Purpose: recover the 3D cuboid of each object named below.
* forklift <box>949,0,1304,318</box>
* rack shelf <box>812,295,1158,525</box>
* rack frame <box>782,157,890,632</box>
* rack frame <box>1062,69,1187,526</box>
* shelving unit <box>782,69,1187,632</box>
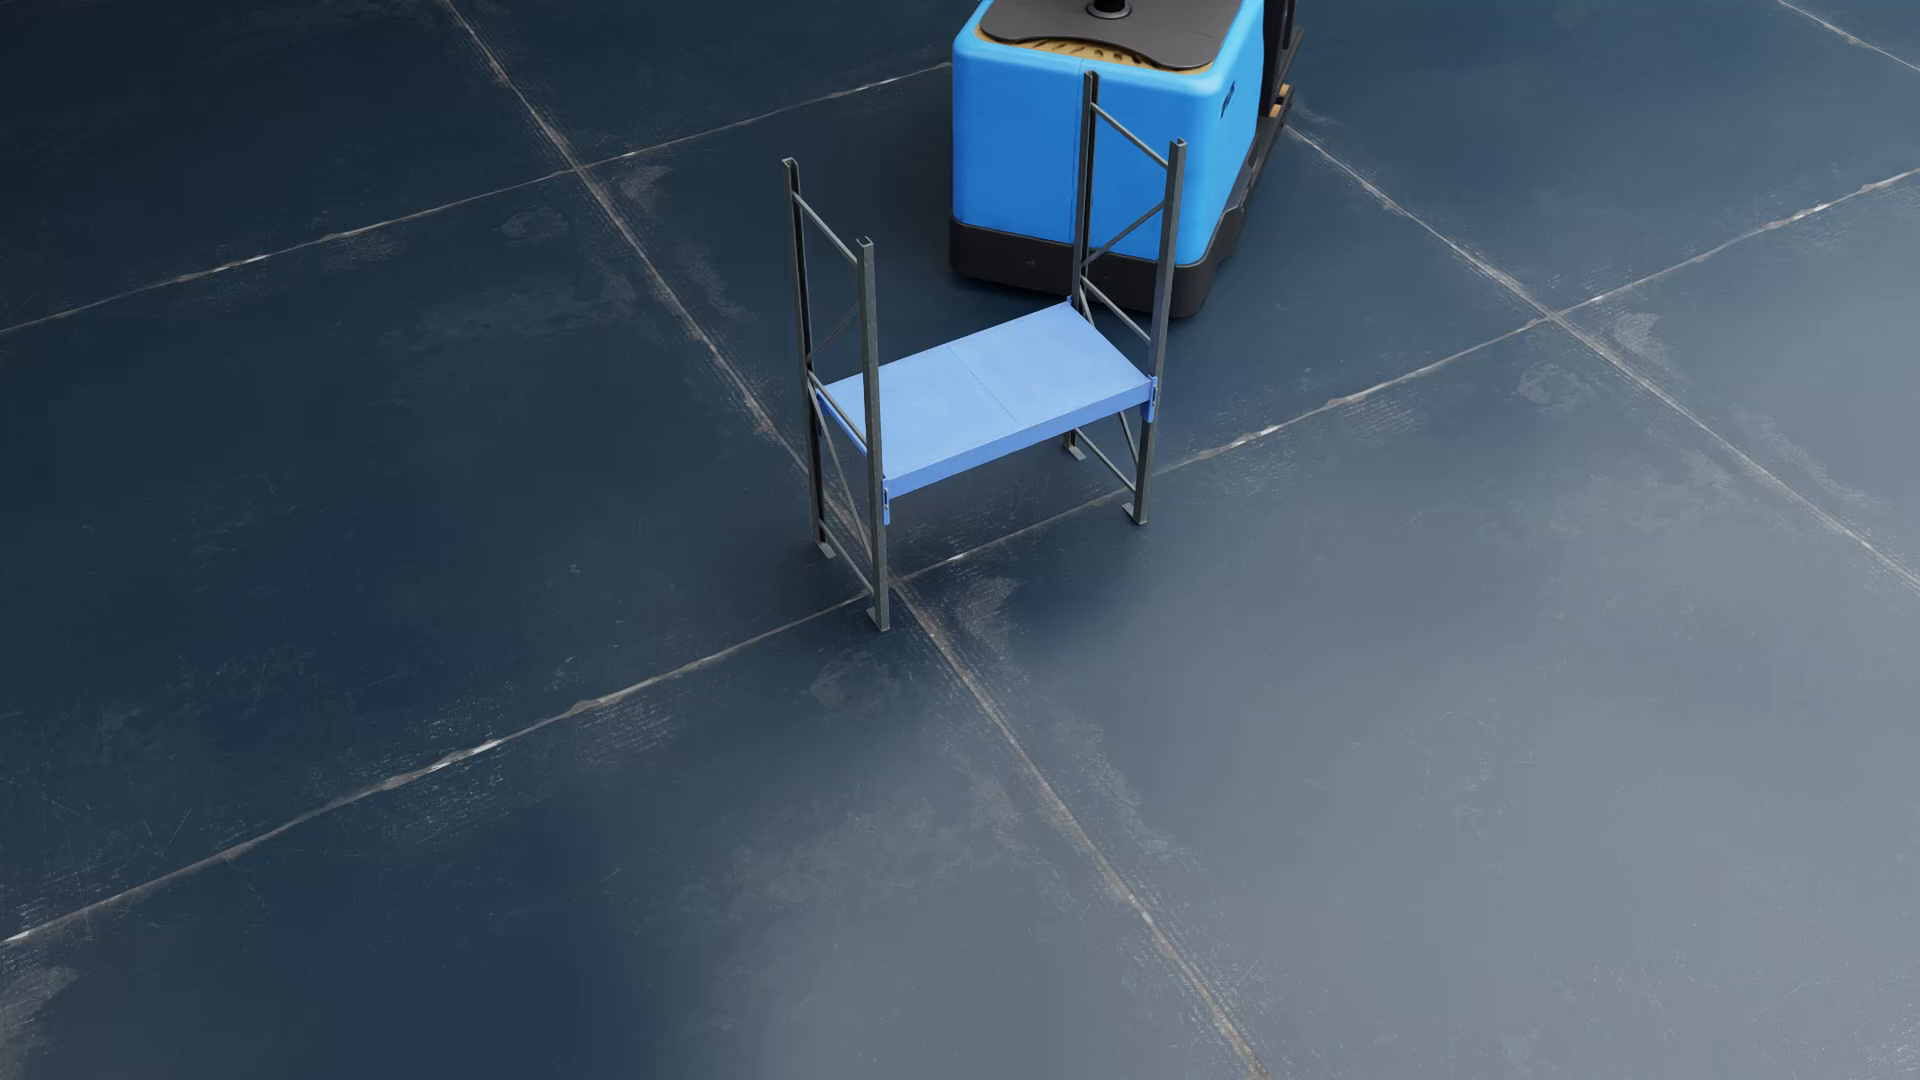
[{"bbox_3d":[0.922,-2.971,6.706,1.130,2.935,3.031,14,46,14],"label":"forklift"},{"bbox_3d":[0.074,-0.439,5.383,1.000,0.185,0.538,-22,48,-21],"label":"rack shelf"},{"bbox_3d":[-0.367,-0.391,5.076,0.032,1.500,0.500,-22,48,-21],"label":"rack frame"},{"bbox_3d":[0.515,-0.744,5.440,0.032,1.500,0.500,-22,48,-21],"label":"rack frame"},{"bbox_3d":[0.074,-0.568,5.258,1.048,1.500,0.538,-22,48,-21],"label":"shelving unit"}]
